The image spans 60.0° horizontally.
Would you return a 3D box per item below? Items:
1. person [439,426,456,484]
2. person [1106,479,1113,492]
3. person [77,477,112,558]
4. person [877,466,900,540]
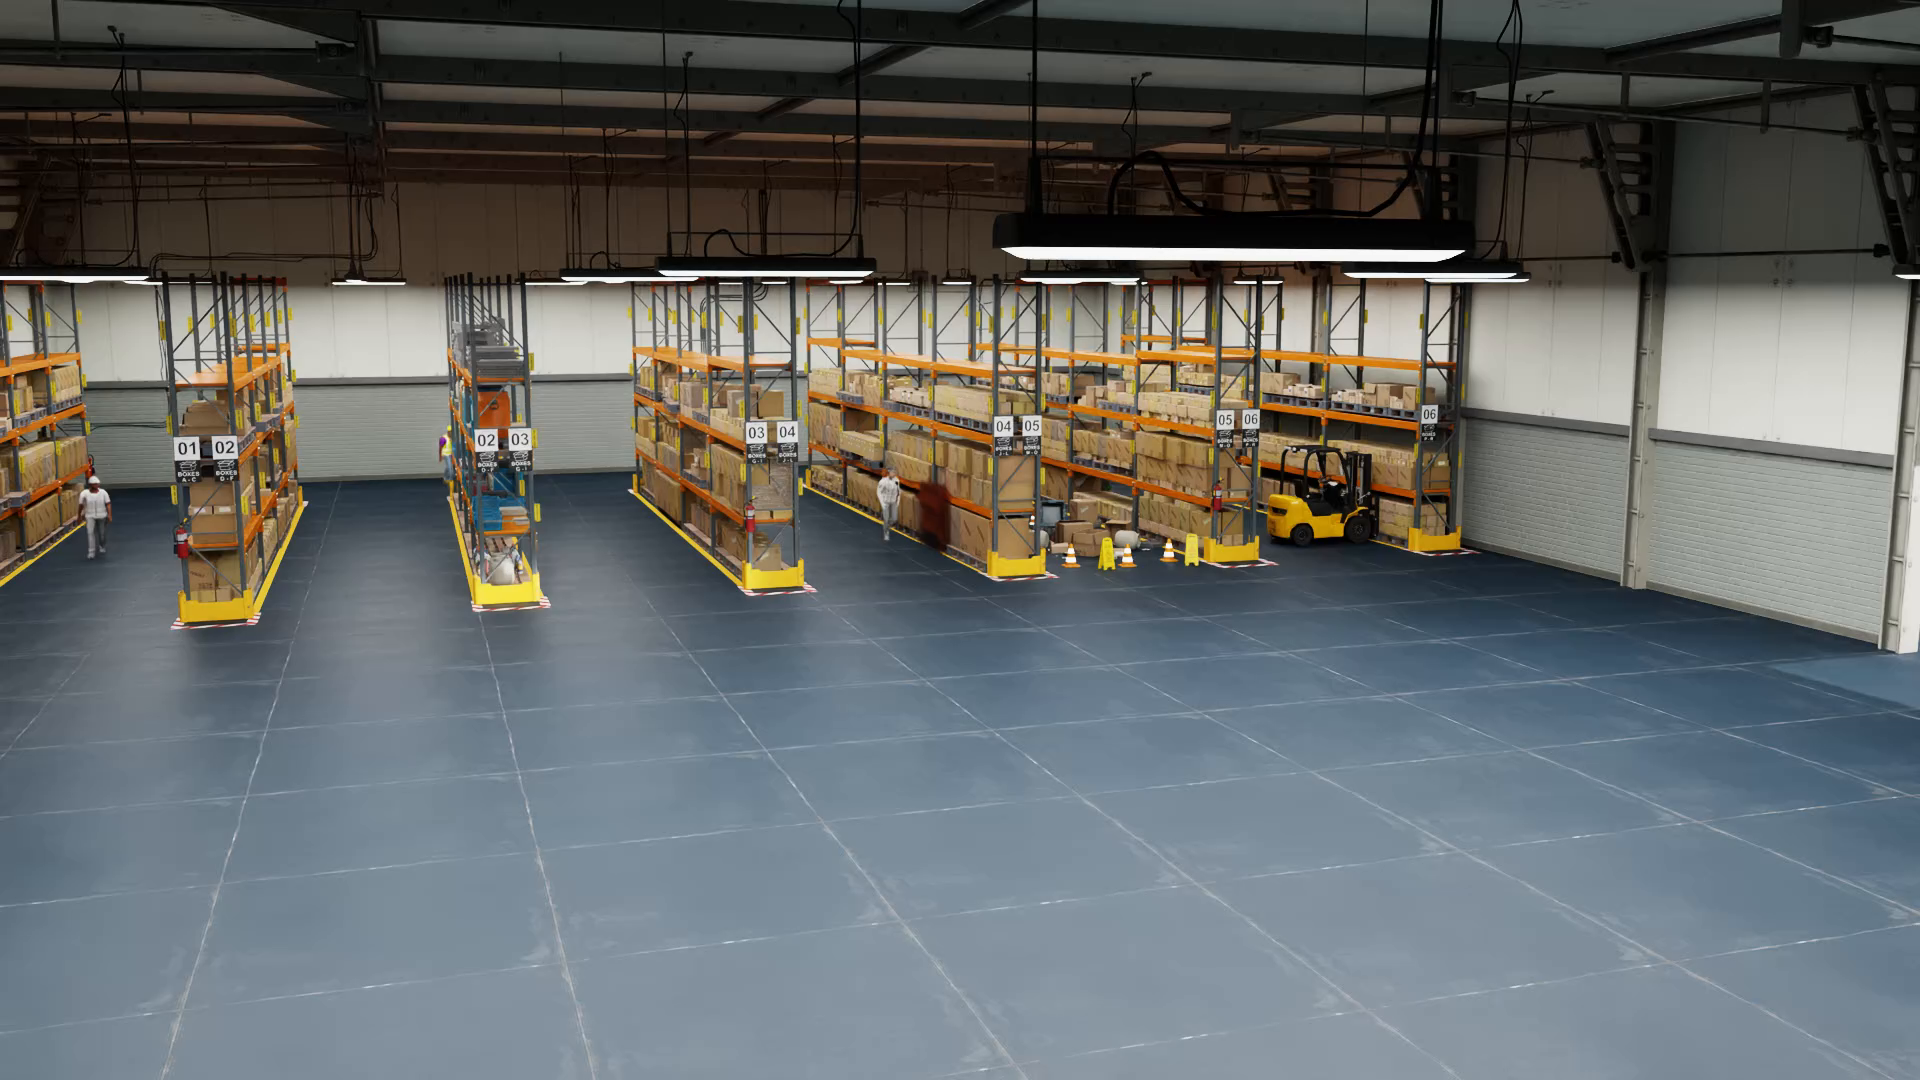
[{"bbox_3d":[-14.876,-2.442,48.501,0.860,1.784,0.610,7,11,37],"label":"person"},{"bbox_3d":[4.169,-2.209,46.762,0.533,1.736,1.025,-4,10,-27],"label":"person"},{"bbox_3d":[-18.525,-0.508,35.579,0.674,1.695,1.067,-5,10,-28],"label":"person"},{"bbox_3d":[-1.563,-0.812,36.213,0.557,1.632,0.536,-4,10,-26],"label":"person"}]
